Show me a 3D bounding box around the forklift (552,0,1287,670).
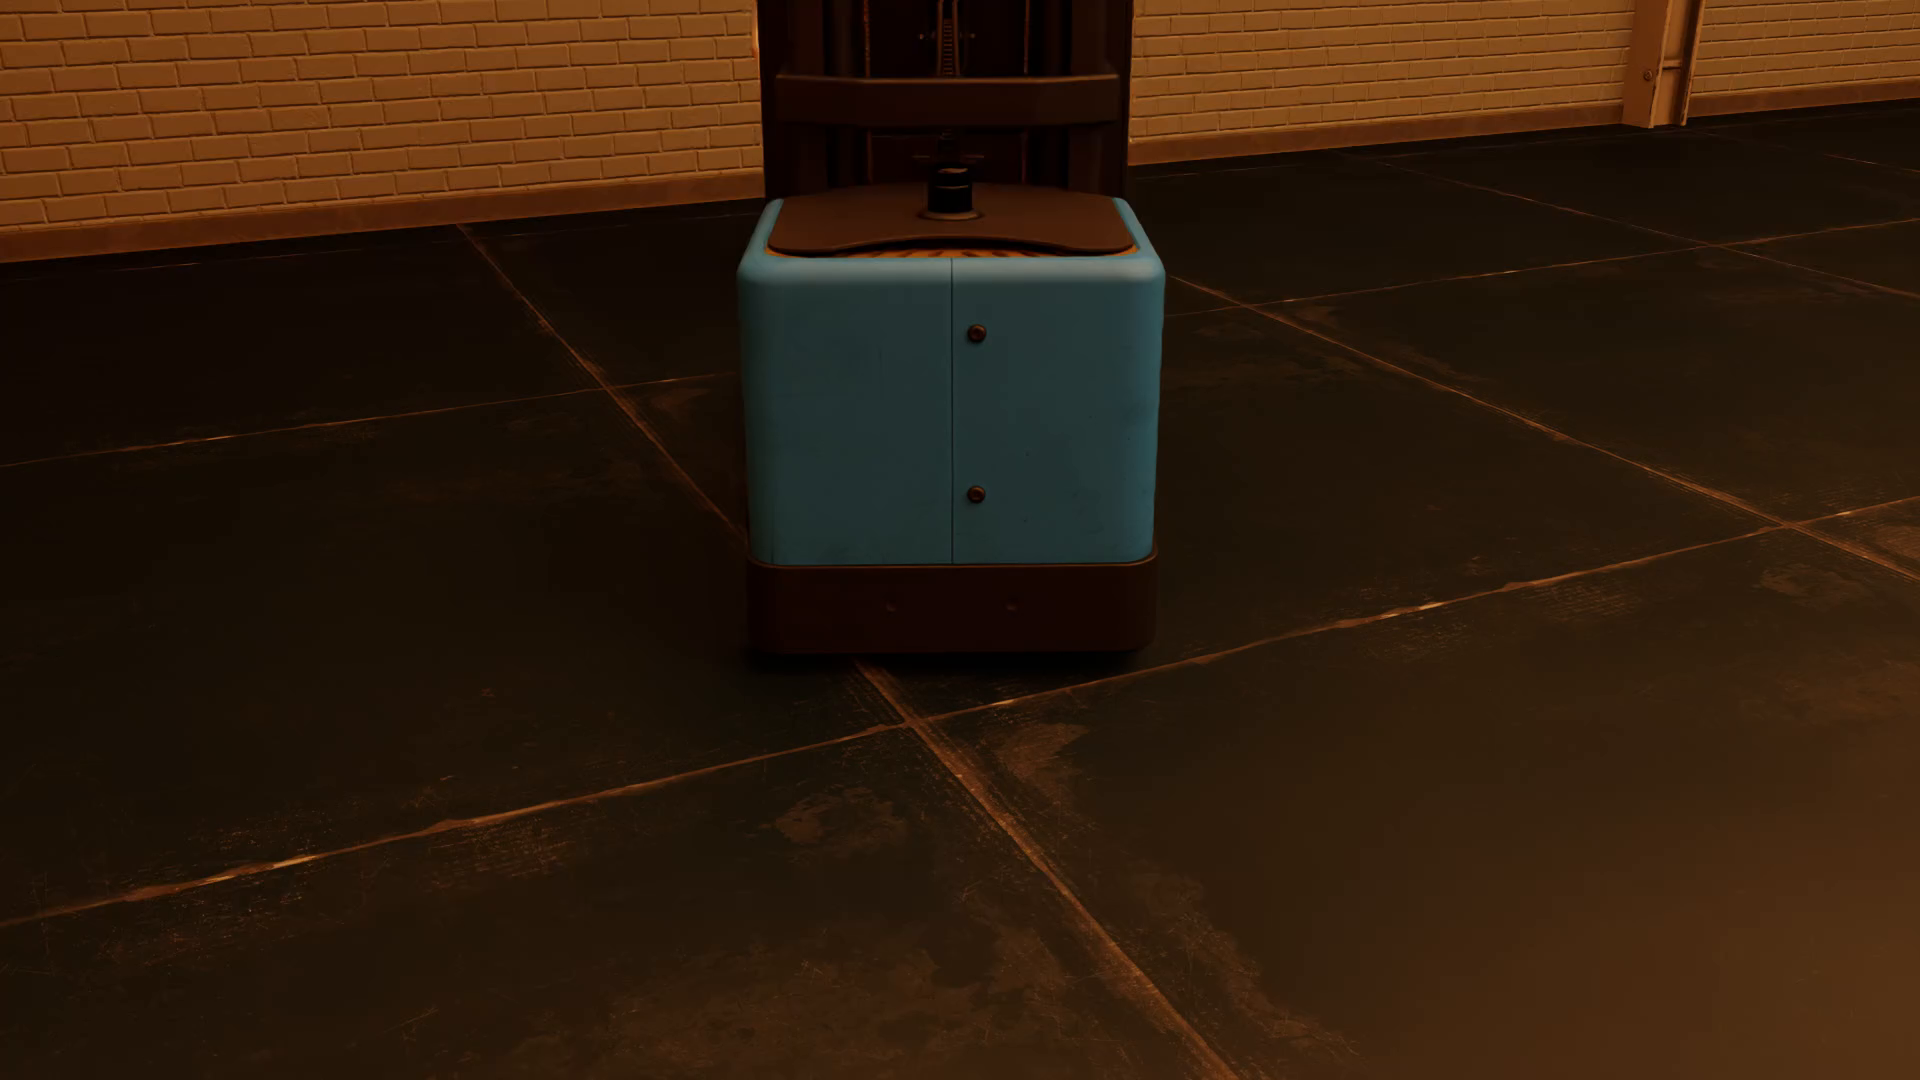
[{"bbox_3d":[-0.408,-1.534,4.979,1.130,2.935,3.031,-16,27,-33],"label":"forklift"}]
